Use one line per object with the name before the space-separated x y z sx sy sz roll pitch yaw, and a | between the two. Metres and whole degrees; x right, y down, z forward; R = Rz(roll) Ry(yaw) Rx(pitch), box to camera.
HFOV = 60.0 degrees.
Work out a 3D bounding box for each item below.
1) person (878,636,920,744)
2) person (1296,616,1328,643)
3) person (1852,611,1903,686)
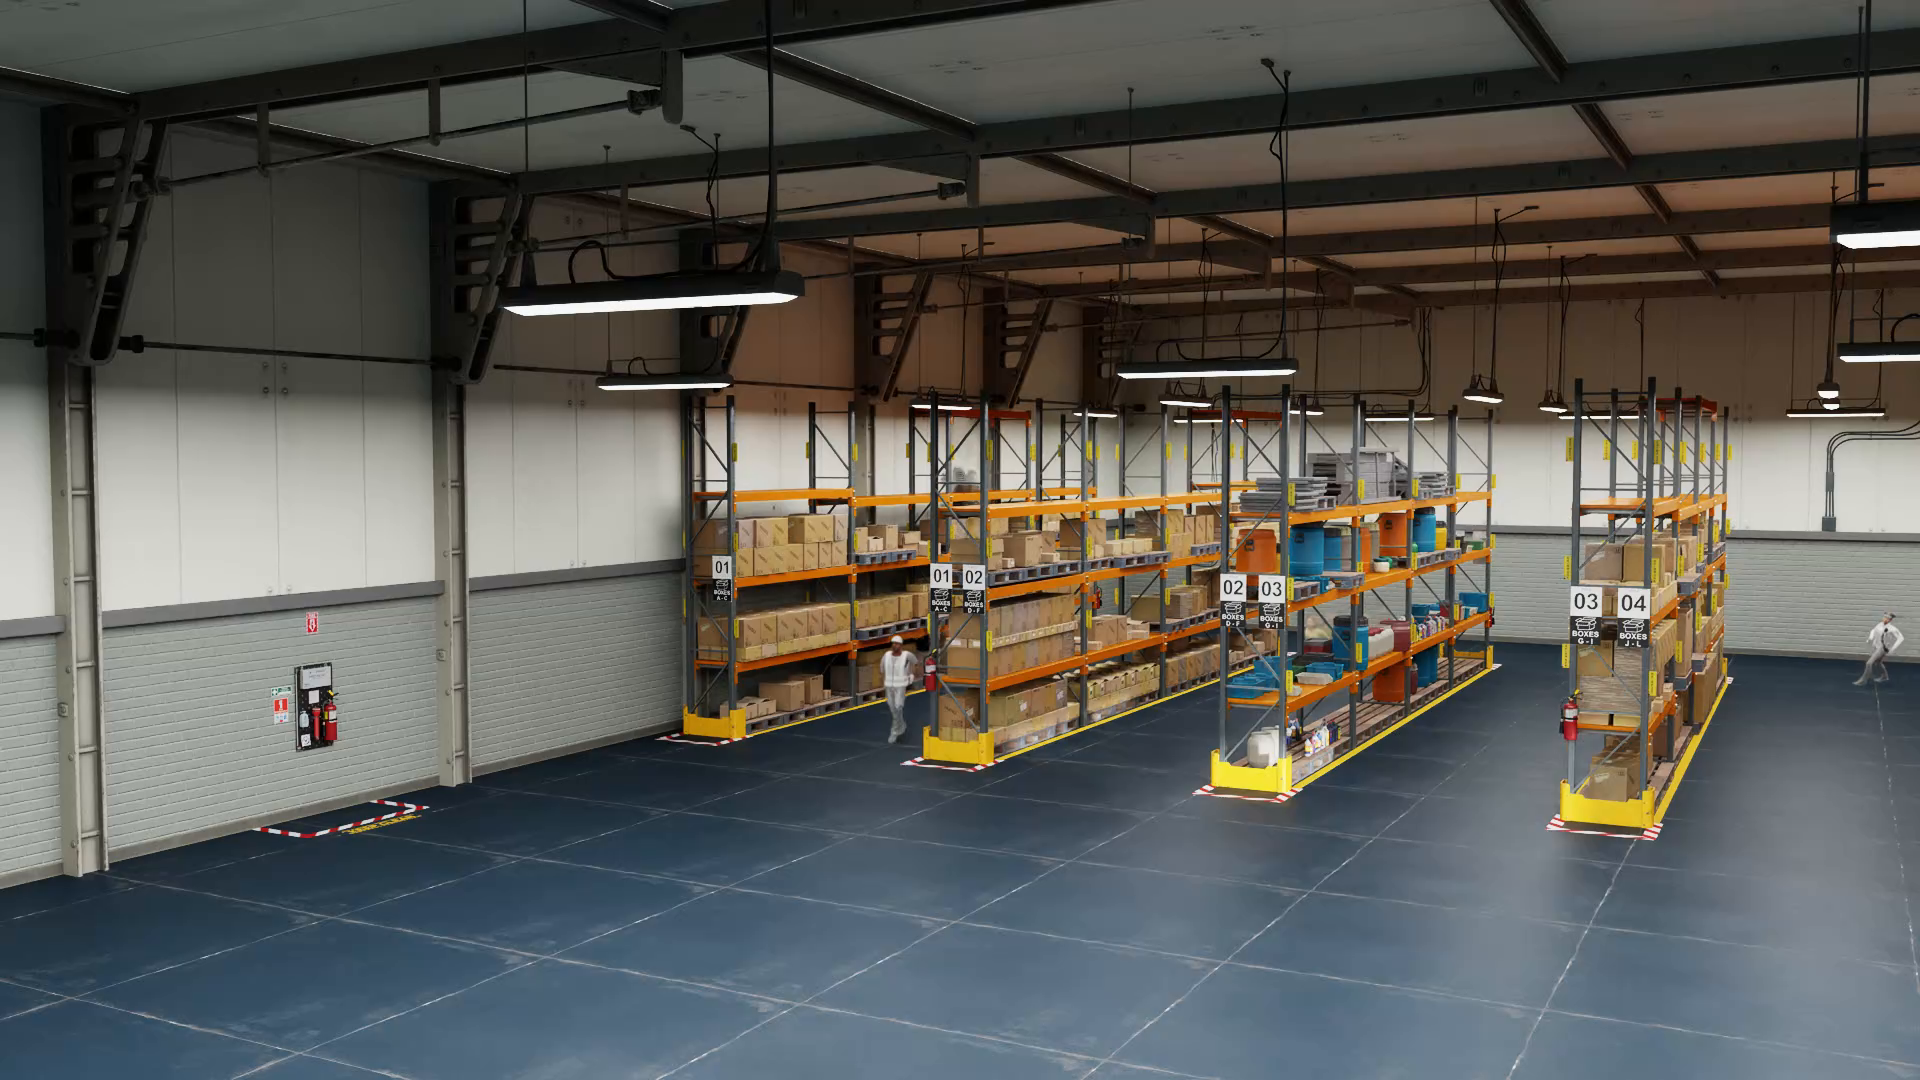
person | -1.118 2.561 28.863 0.650 1.802 0.900 1 3 23
person | 7.131 2.404 33.739 0.594 1.743 0.729 2 3 29
person | 19.602 2.318 35.612 0.848 1.627 0.757 0 3 8
